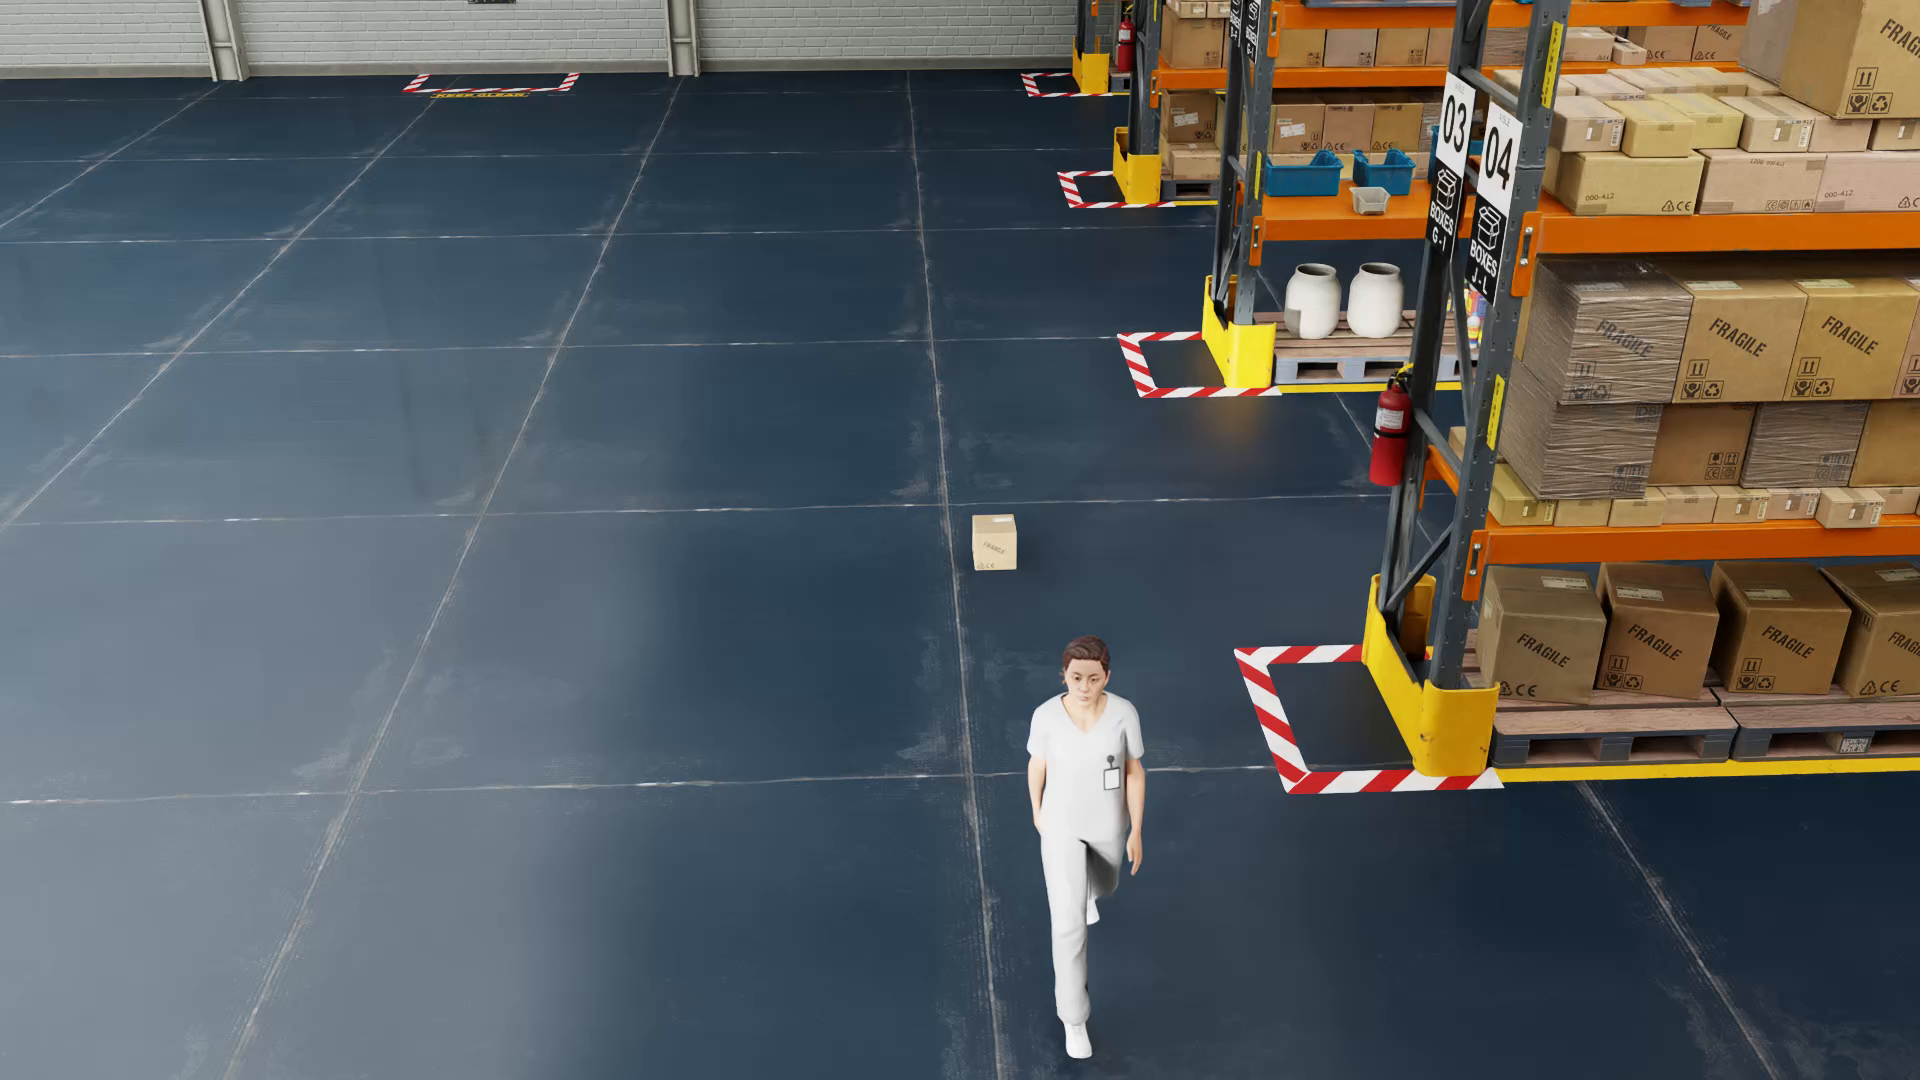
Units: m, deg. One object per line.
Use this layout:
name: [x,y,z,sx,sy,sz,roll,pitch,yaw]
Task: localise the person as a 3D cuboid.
person: [0.486,1.097,6.528,0.442,1.625,1.015,-3,28,-5]
